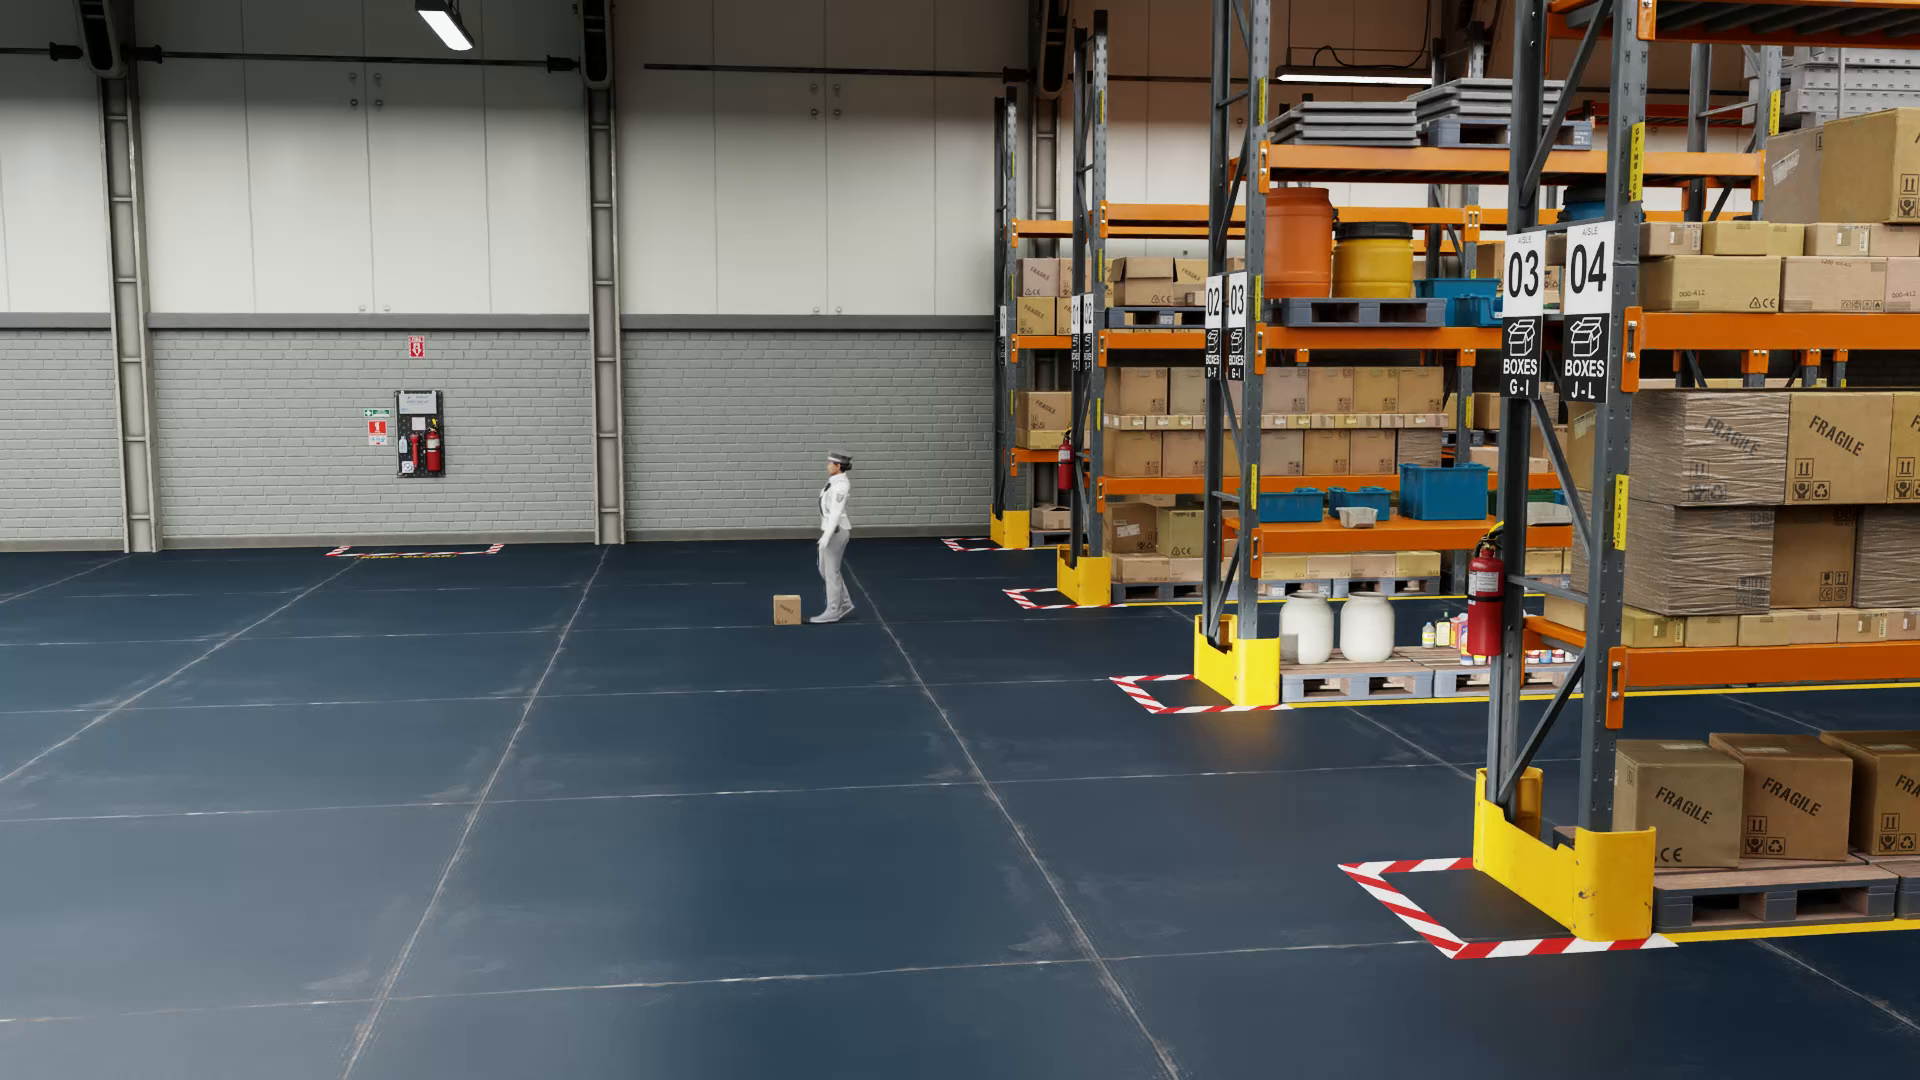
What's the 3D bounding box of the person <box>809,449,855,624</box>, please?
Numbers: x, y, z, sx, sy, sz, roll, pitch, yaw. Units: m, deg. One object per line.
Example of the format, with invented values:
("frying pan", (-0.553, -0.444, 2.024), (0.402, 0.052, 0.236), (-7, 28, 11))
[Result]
("person", (-1.240, -0.028, 16.091), (0.458, 1.720, 0.492), (-1, 7, -8))
